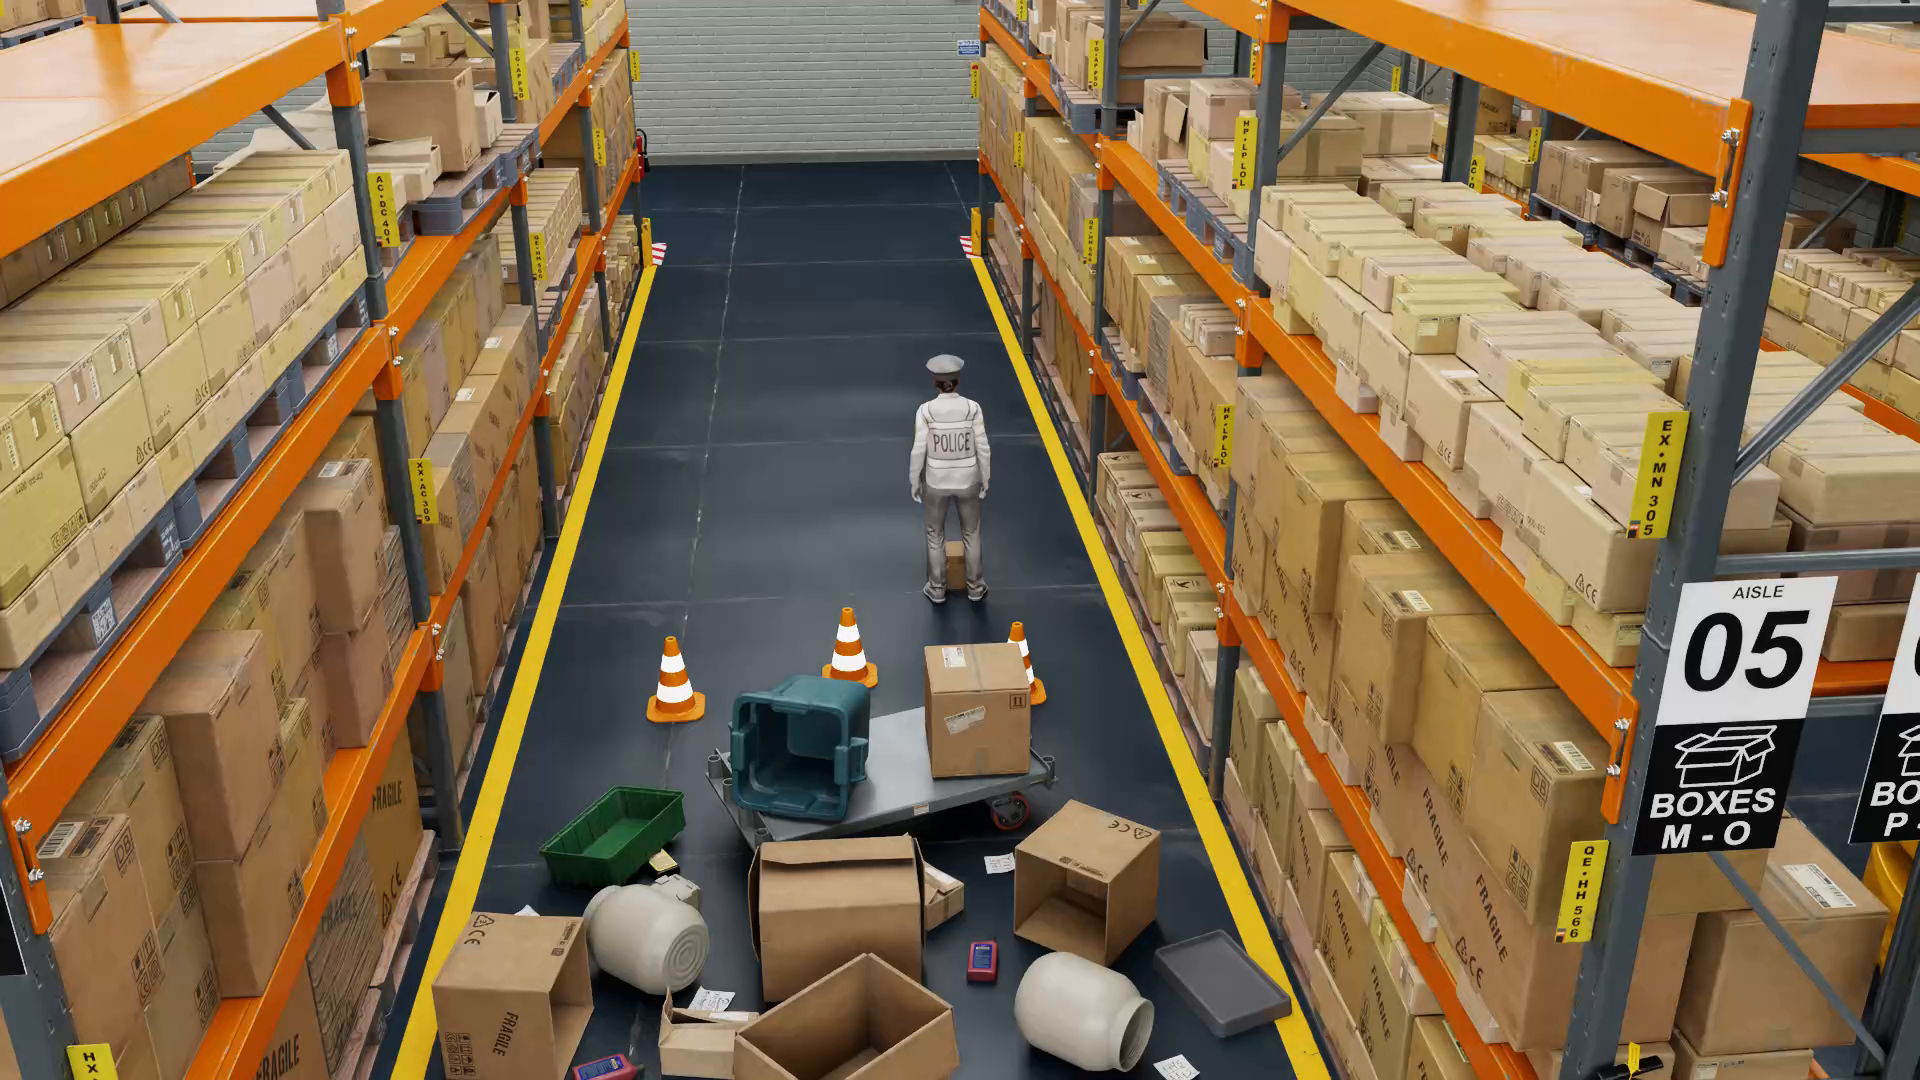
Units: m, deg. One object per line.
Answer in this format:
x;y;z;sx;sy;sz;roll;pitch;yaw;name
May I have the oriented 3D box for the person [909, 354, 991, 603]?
-0.065;-0.376;10.946;0.536;1.662;0.378;-3;24;-6;person
